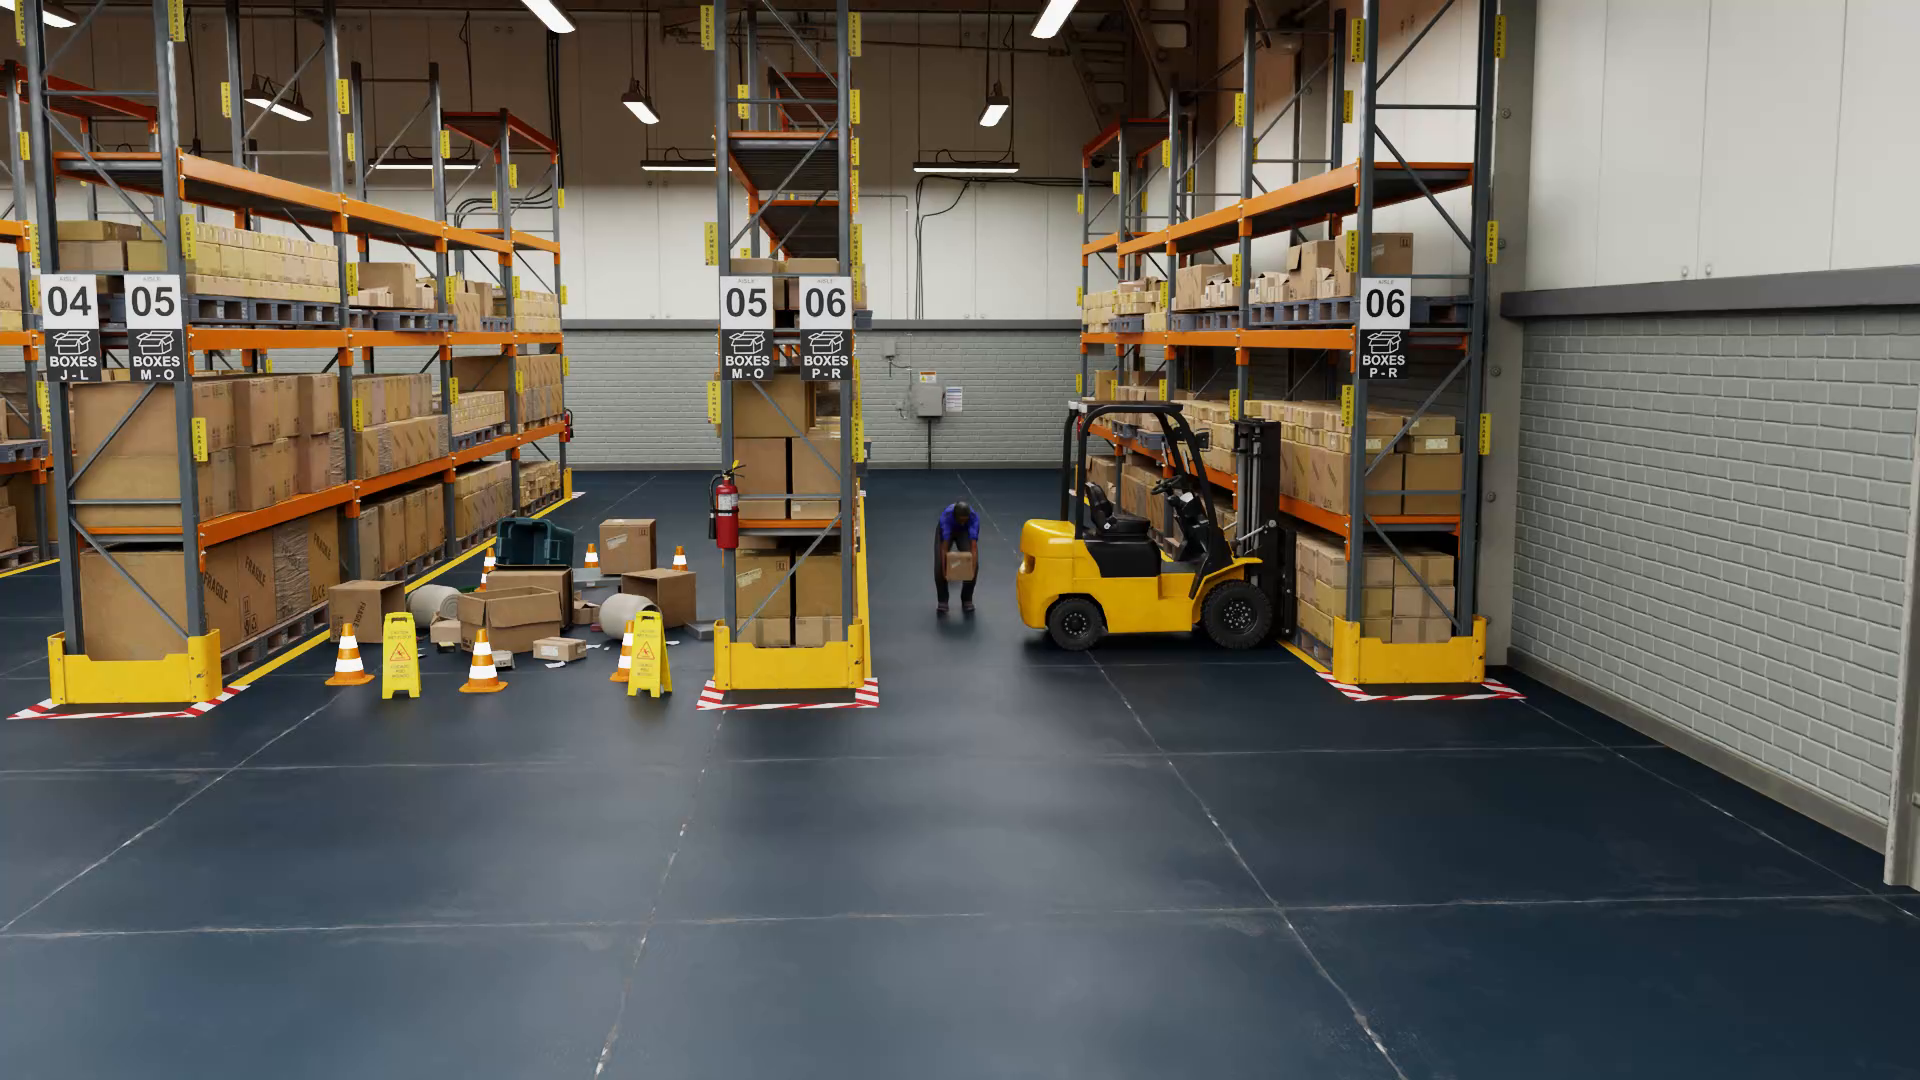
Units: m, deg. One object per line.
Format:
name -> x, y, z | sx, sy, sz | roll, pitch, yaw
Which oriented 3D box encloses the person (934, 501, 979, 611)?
person -> -0.027, 0.158, 16.619 | 0.443, 1.144, 0.843 | -1, 7, -6
